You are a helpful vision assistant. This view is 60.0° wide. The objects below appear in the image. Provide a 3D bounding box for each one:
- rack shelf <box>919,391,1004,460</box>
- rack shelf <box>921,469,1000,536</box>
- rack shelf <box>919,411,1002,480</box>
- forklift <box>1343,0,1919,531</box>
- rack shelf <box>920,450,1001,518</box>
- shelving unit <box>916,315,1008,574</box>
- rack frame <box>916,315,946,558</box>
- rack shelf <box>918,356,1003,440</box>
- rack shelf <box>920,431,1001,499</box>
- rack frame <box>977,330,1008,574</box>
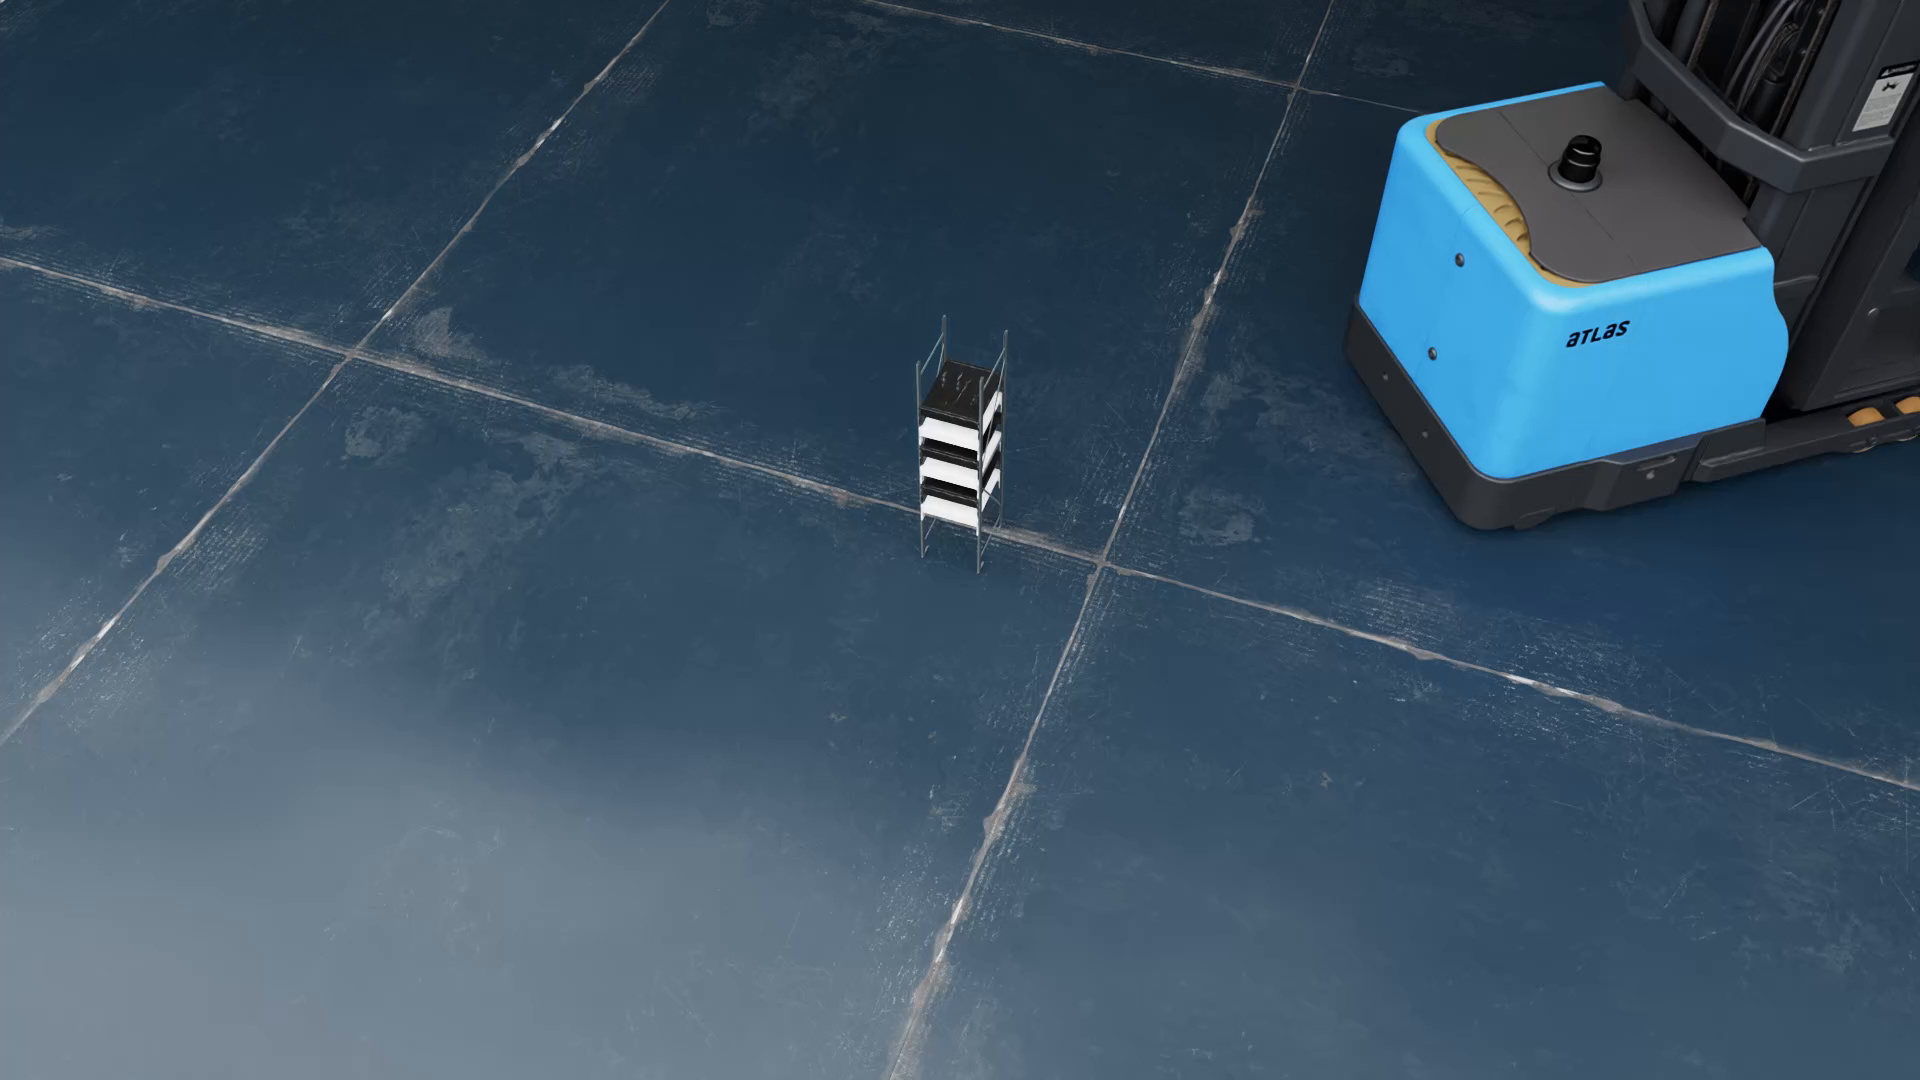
[{"bbox_3d":[0.008,-0.389,5.297,0.200,0.077,0.258,16,51,13],"label":"rack shelf"},{"bbox_3d":[0.008,-0.153,5.569,0.200,0.077,0.258,16,51,13],"label":"rack shelf"},{"bbox_3d":[0.008,-0.330,5.365,0.200,0.077,0.258,16,51,13],"label":"rack shelf"},{"bbox_3d":[3.022,-1.646,5.237,3.031,2.935,1.130,-13,50,-11],"label":"forklift"},{"bbox_3d":[0.008,-0.212,5.501,0.200,0.077,0.258,16,51,13],"label":"rack shelf"},{"bbox_3d":[0.008,-0.293,5.408,0.210,0.900,0.258,16,51,13],"label":"shelving unit"},{"bbox_3d":[-0.088,-0.319,5.431,0.006,0.900,0.240,16,51,13],"label":"rack frame"},{"bbox_3d":[0.008,-0.448,5.229,0.200,0.077,0.258,16,51,13],"label":"rack shelf"},{"bbox_3d":[0.008,-0.271,5.433,0.200,0.077,0.258,16,51,13],"label":"rack shelf"},{"bbox_3d":[0.103,-0.266,5.385,0.006,0.900,0.240,16,51,13],"label":"rack frame"}]
